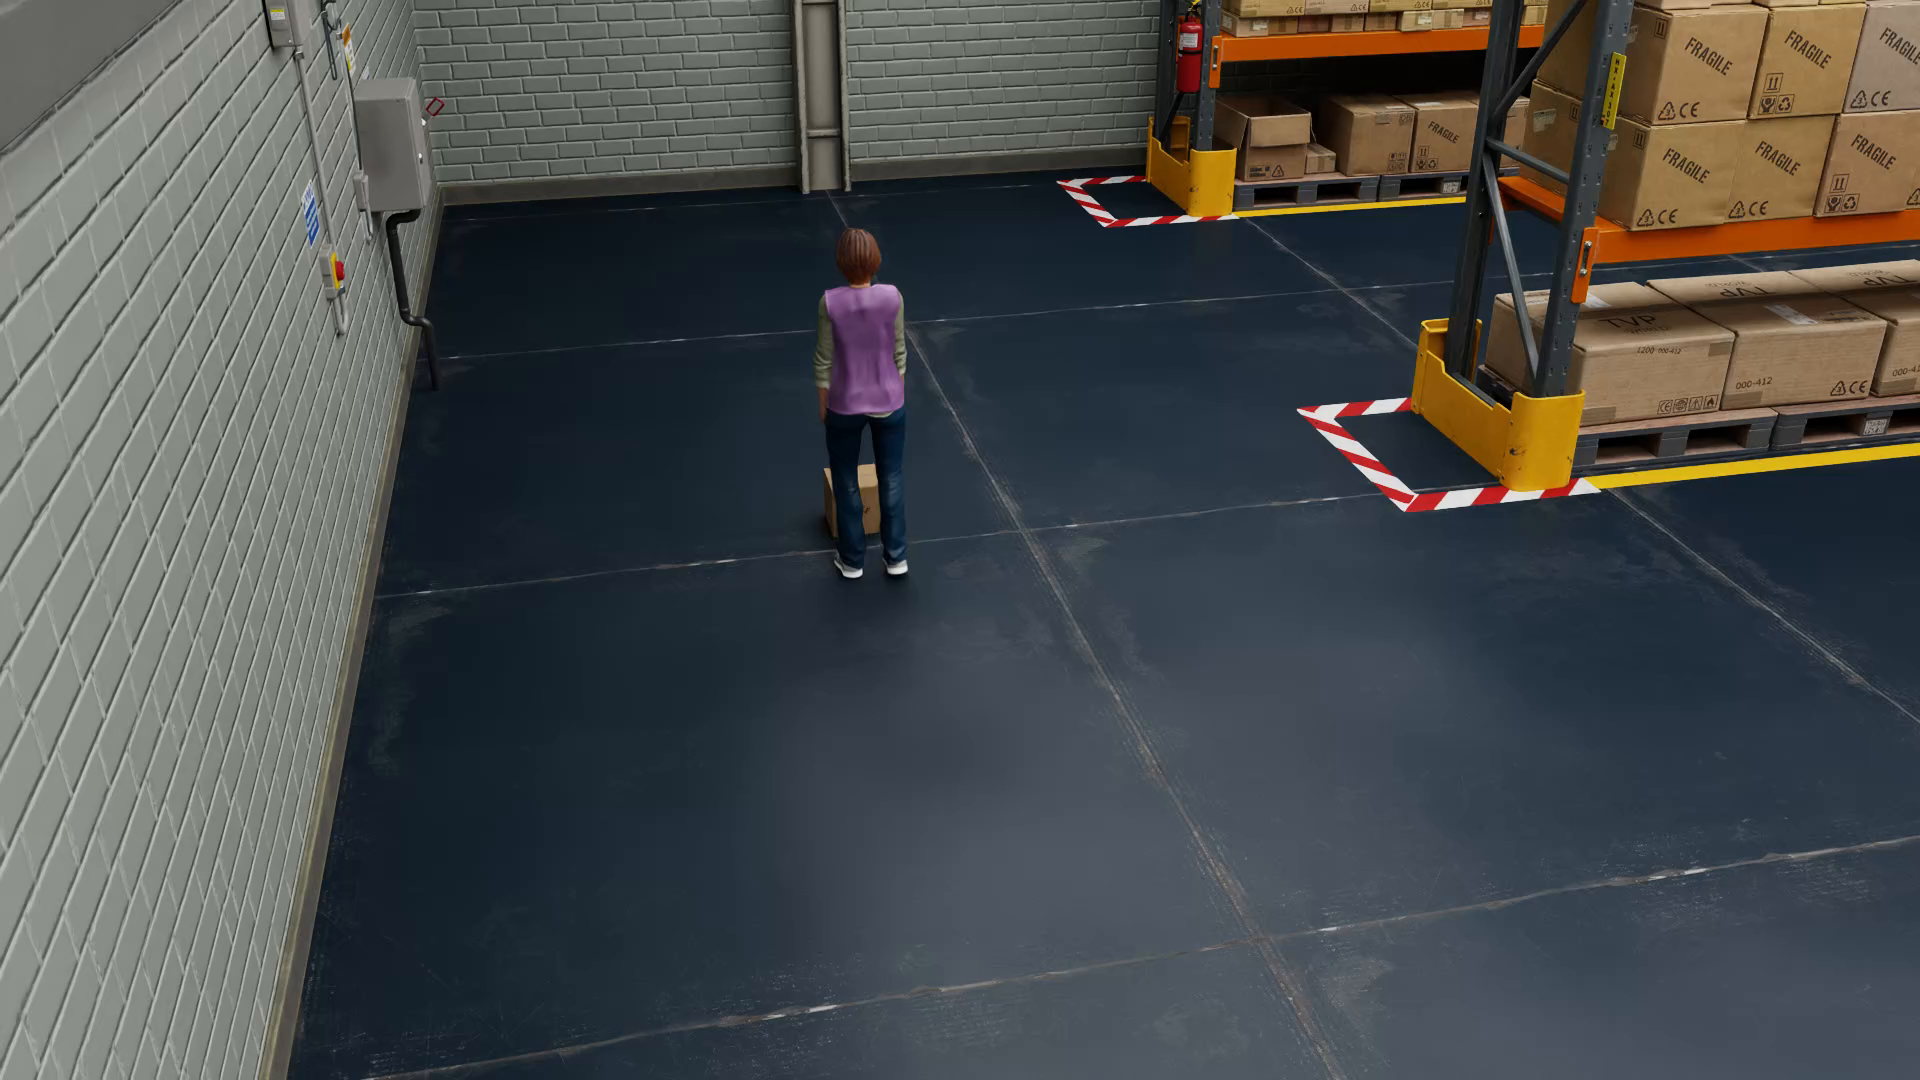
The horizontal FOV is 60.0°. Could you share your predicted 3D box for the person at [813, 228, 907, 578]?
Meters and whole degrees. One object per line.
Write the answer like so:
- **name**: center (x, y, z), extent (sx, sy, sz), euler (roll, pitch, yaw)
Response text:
- **person**: center (-0.432, -0.571, 7.269), extent (0.407, 1.593, 0.299), euler (-5, 28, -10)
